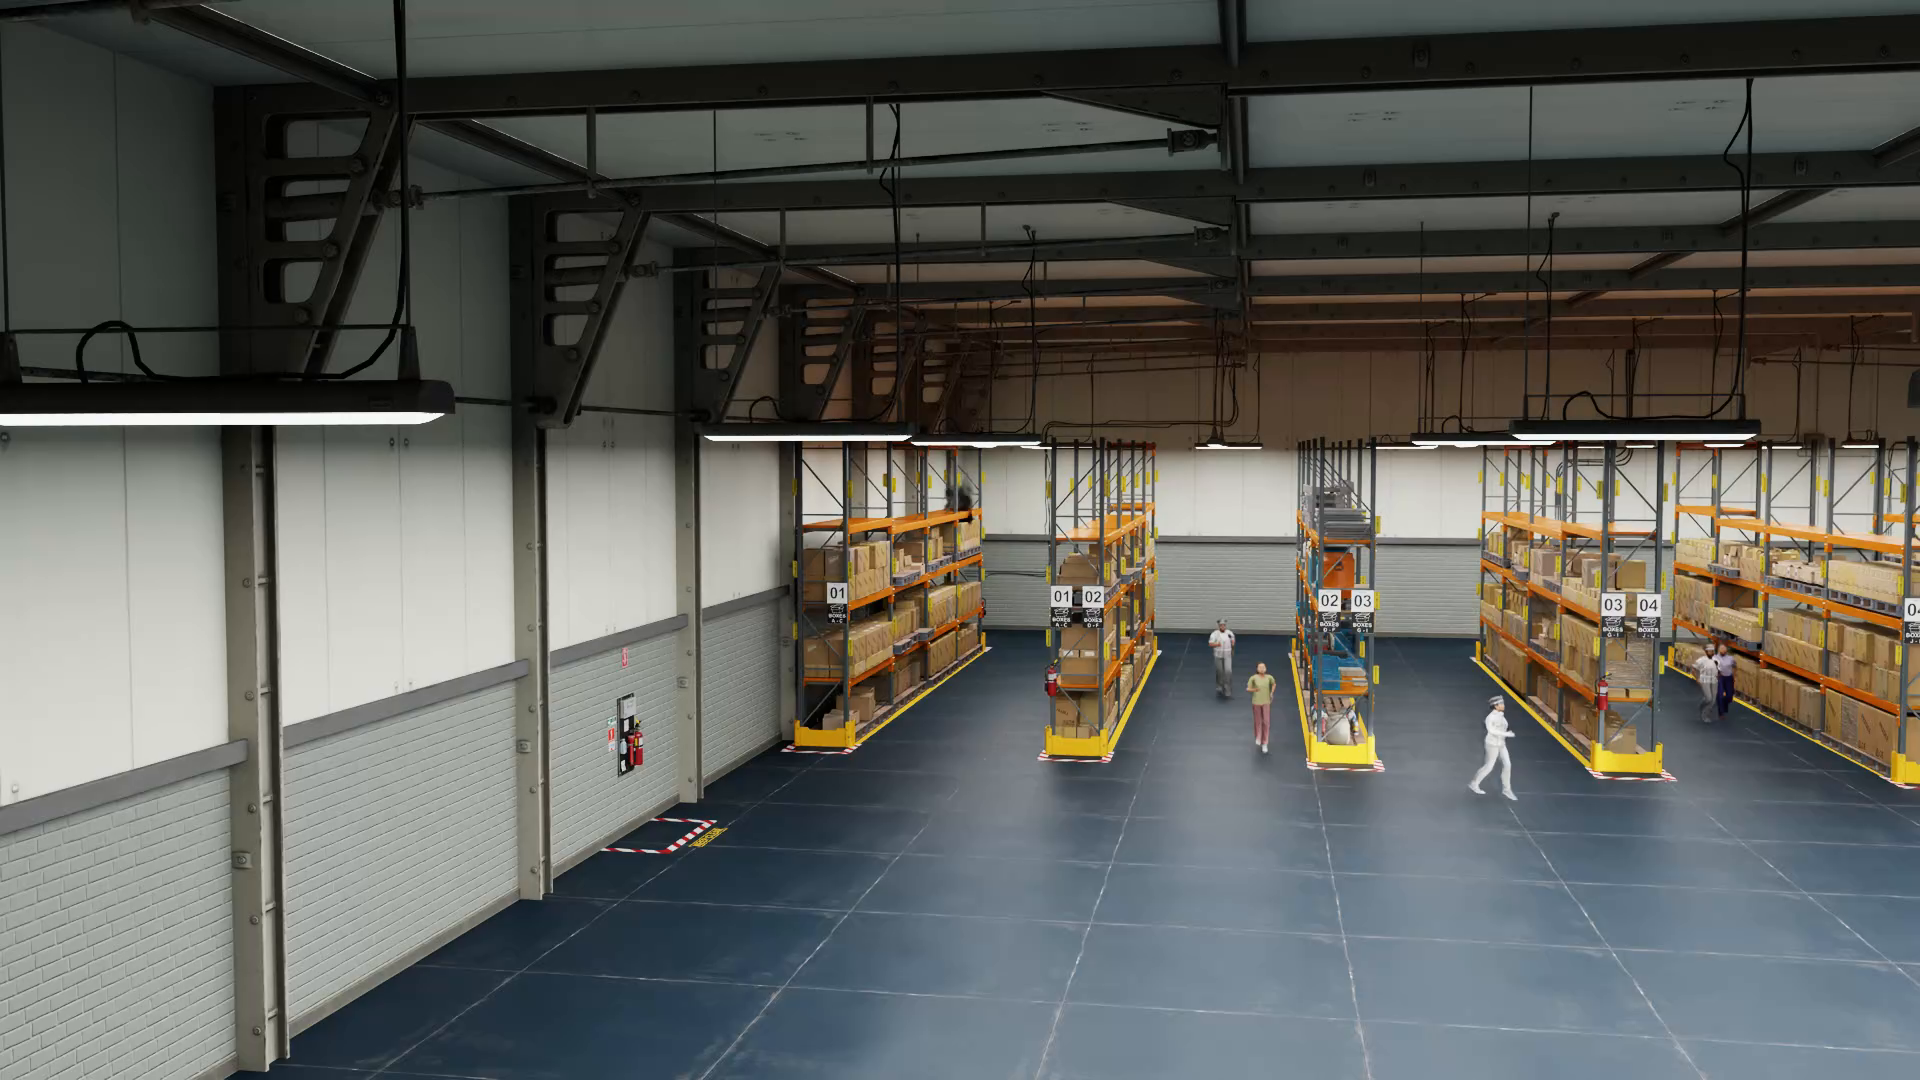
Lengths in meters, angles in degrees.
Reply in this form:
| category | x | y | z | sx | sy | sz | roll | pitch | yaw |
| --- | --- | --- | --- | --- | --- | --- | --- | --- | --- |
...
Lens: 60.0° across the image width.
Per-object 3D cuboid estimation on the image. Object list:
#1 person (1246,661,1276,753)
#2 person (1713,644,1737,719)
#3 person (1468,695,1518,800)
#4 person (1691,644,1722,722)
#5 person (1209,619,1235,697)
| category | x | y | z | sx | sy | sz | roll | pitch | yaw |
| --- | --- | --- | --- | --- | --- | --- | --- | --- | --- |
| person | 5.781 | 3.174 | 31.917 | 0.571 | 1.696 | 0.840 | 0 | 3 | 7 |
| person | 16.390 | 3.031 | 35.762 | 0.629 | 1.606 | 0.568 | 1 | 3 | 14 |
| person | 8.823 | 3.425 | 27.507 | 0.794 | 1.734 | 0.600 | 2 | 4 | 38 |
| person | 15.818 | 3.028 | 35.101 | 0.560 | 1.659 | 0.569 | 0 | 3 | -1 |
| person | 6.185 | 2.774 | 39.218 | 0.643 | 1.848 | 0.819 | 0 | 3 | 3 |
